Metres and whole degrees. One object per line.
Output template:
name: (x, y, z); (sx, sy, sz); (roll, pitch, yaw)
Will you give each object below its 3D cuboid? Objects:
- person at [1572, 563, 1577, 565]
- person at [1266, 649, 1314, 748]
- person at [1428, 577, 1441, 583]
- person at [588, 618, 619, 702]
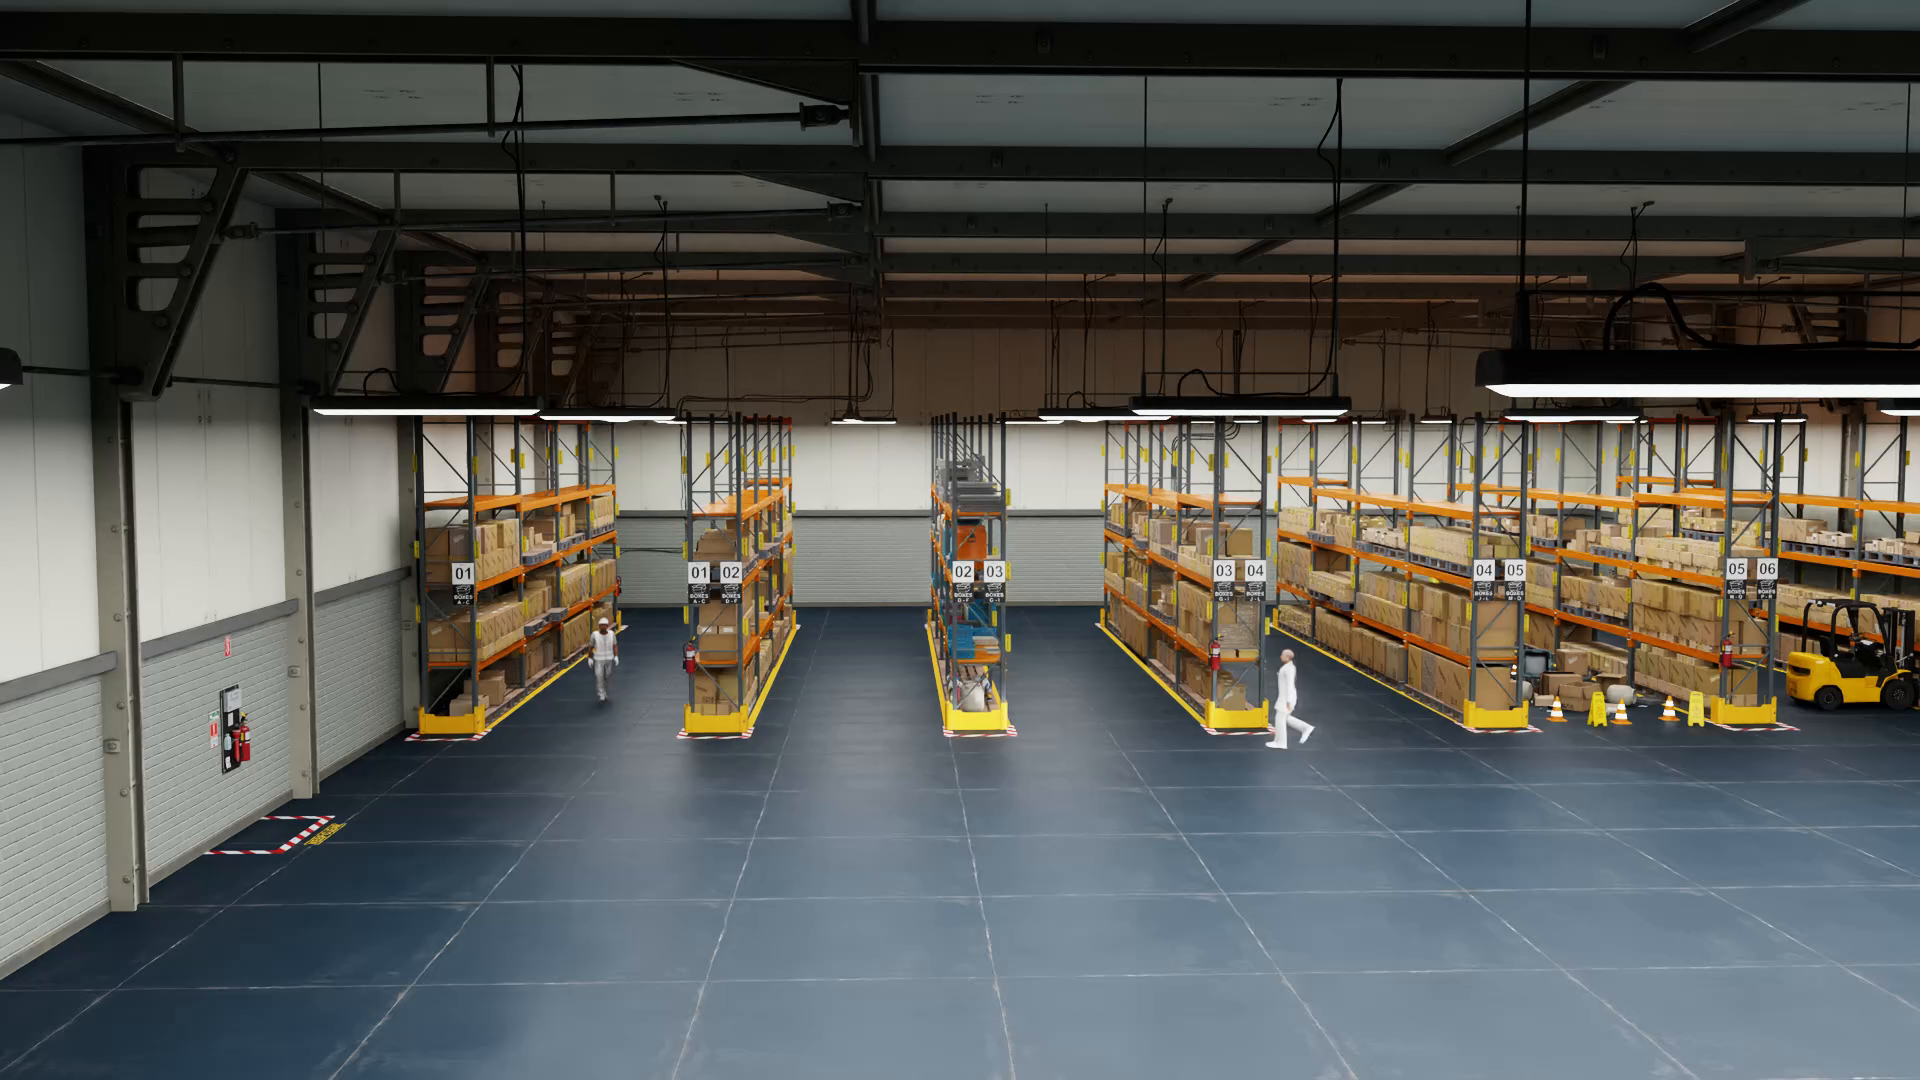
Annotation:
person: (18.222, 1.520, 49.290); (1.019, 1.679, 0.523); (0, 4, -3)
person: (5.880, 2.817, 29.576); (0.881, 1.755, 0.577); (0, 4, 1)
person: (14.080, 1.491, 49.136); (0.693, 1.755, 0.584); (0, 4, -5)
person: (-7.375, 2.478, 34.523); (0.577, 1.722, 1.065); (-2, 5, -31)
